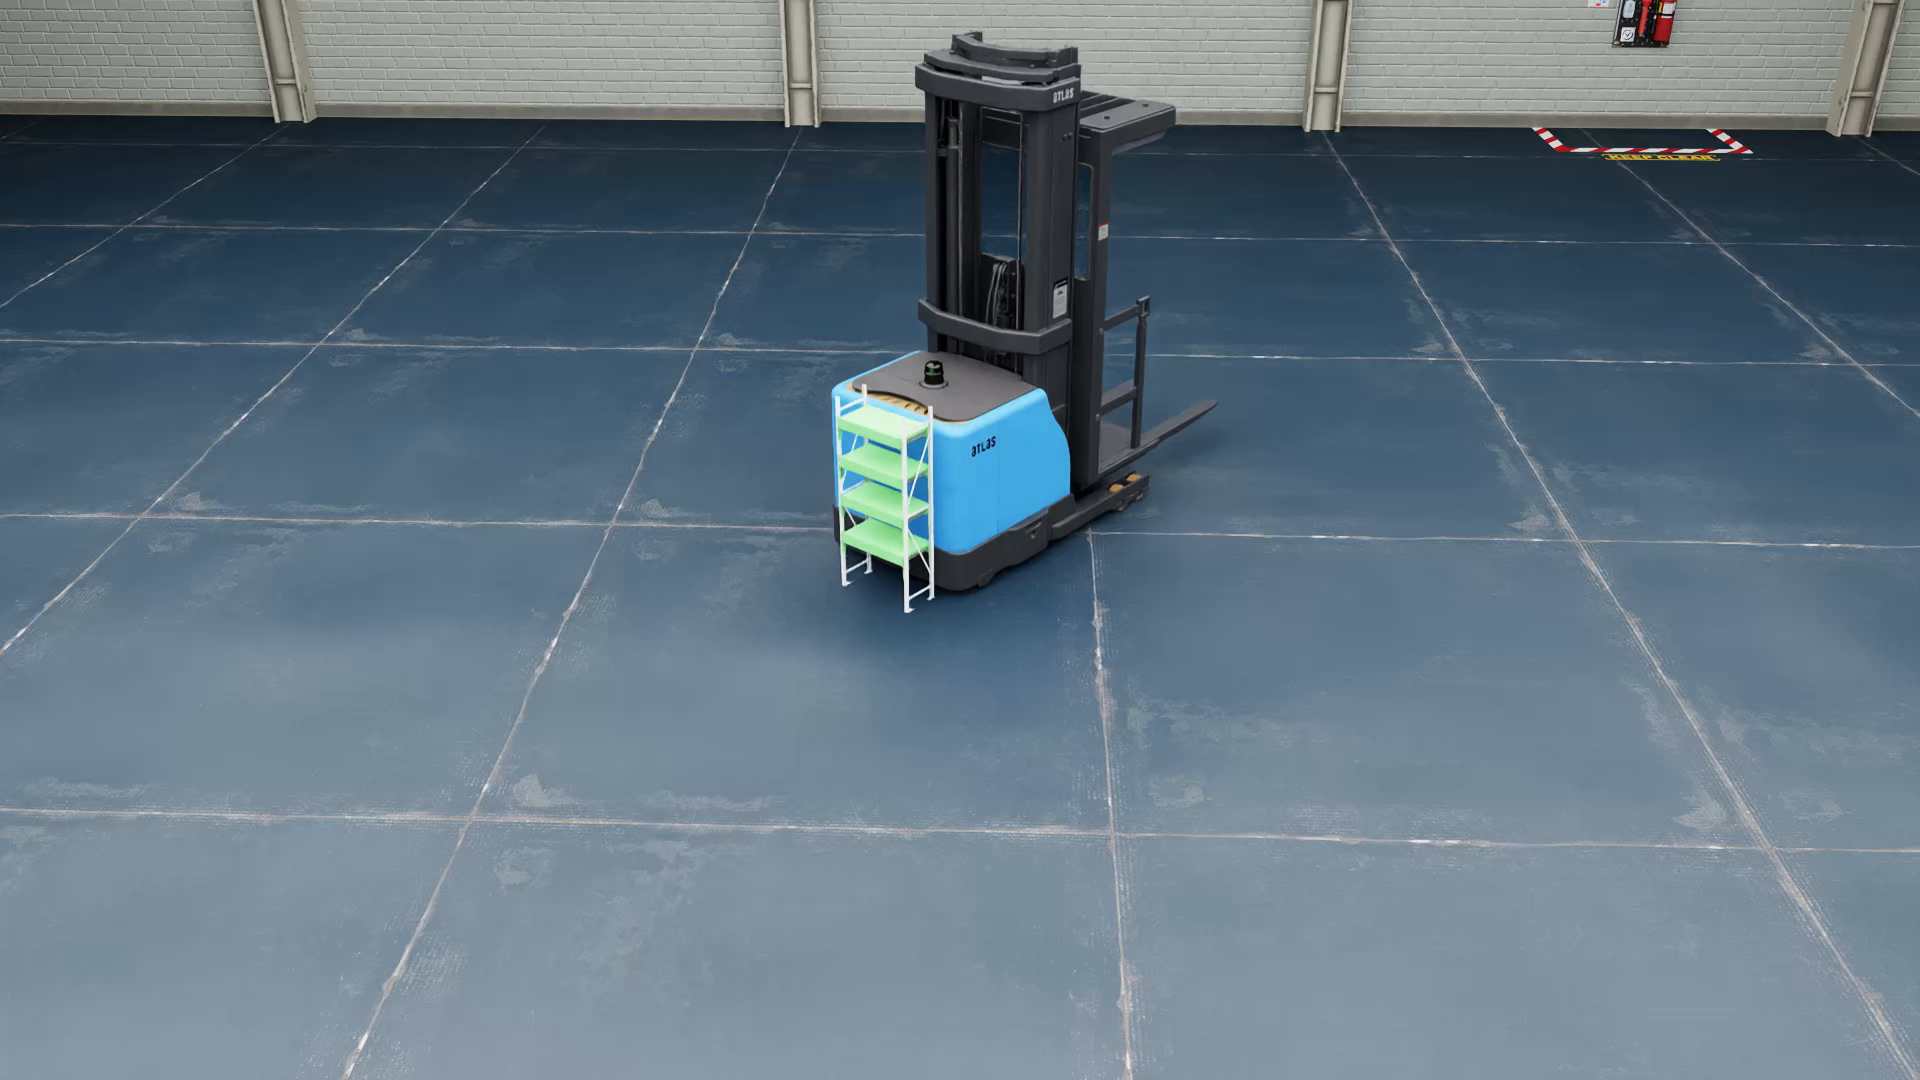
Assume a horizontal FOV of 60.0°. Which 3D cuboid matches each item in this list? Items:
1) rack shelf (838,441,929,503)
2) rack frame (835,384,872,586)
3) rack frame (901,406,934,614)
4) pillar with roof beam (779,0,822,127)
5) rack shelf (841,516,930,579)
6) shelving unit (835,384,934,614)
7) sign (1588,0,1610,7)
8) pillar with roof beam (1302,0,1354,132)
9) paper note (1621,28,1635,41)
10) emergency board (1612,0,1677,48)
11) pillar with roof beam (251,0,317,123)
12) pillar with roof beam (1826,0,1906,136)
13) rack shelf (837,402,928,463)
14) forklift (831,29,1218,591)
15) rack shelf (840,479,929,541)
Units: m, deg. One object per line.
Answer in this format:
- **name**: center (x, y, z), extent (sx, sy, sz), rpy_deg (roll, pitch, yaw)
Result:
- **rack shelf**: center (-0.420, -0.385, 9.319), extent (0.480, 0.148, 0.258), rpy_deg (21, 35, 34)
- **rack frame**: center (-0.608, -0.302, 9.539), extent (0.015, 1.200, 0.240), rpy_deg (21, 35, 34)
- **rack frame**: center (-0.232, -0.157, 9.264), extent (0.015, 1.200, 0.240), rpy_deg (21, 35, 34)
- **pillar with roof beam**: center (-1.980, -6.822, 13.512), extent (0.400, 9.000, 9.100), rpy_deg (1, 28, 2)
- **rack shelf**: center (-0.420, 0.039, 9.544), extent (0.480, 0.148, 0.258), rpy_deg (21, 35, 34)
- **shelving unit**: center (-0.420, -0.229, 9.402), extent (0.503, 1.200, 0.258), rpy_deg (21, 35, 34)
- **sign**: center (7.148, -6.120, 18.555), extent (0.234, 0.329, 0.001), rpy_deg (1, 28, 2)
- **pillar with roof beam**: center (4.017, -6.723, 13.325), extent (0.400, 9.000, 9.100), rpy_deg (1, 28, 2)
- **paper note**: center (7.522, -5.693, 18.727), extent (0.142, 0.148, 0.016), rpy_deg (1, 28, 2)
- **emergency board**: center (7.697, -6.047, 18.455), extent (0.643, 1.169, 0.194), rpy_deg (1, 28, 2)
- **pillar with roof beam**: center (-7.976, -6.921, 13.699), extent (0.400, 9.000, 9.100), rpy_deg (1, 28, 2)
- **pillar with roof beam**: center (10.013, -6.624, 13.138), extent (0.400, 9.000, 9.100), rpy_deg (1, 28, 2)
- **rack shelf**: center (-0.420, -0.597, 9.207), extent (0.480, 0.148, 0.258), rpy_deg (21, 35, 34)
- **forklift**: center (0.569, -1.620, 10.176), extent (1.130, 2.935, 3.031), rpy_deg (22, 35, 35)
- **rack shelf**: center (-0.420, -0.173, 9.432), extent (0.480, 0.148, 0.258), rpy_deg (21, 35, 34)
